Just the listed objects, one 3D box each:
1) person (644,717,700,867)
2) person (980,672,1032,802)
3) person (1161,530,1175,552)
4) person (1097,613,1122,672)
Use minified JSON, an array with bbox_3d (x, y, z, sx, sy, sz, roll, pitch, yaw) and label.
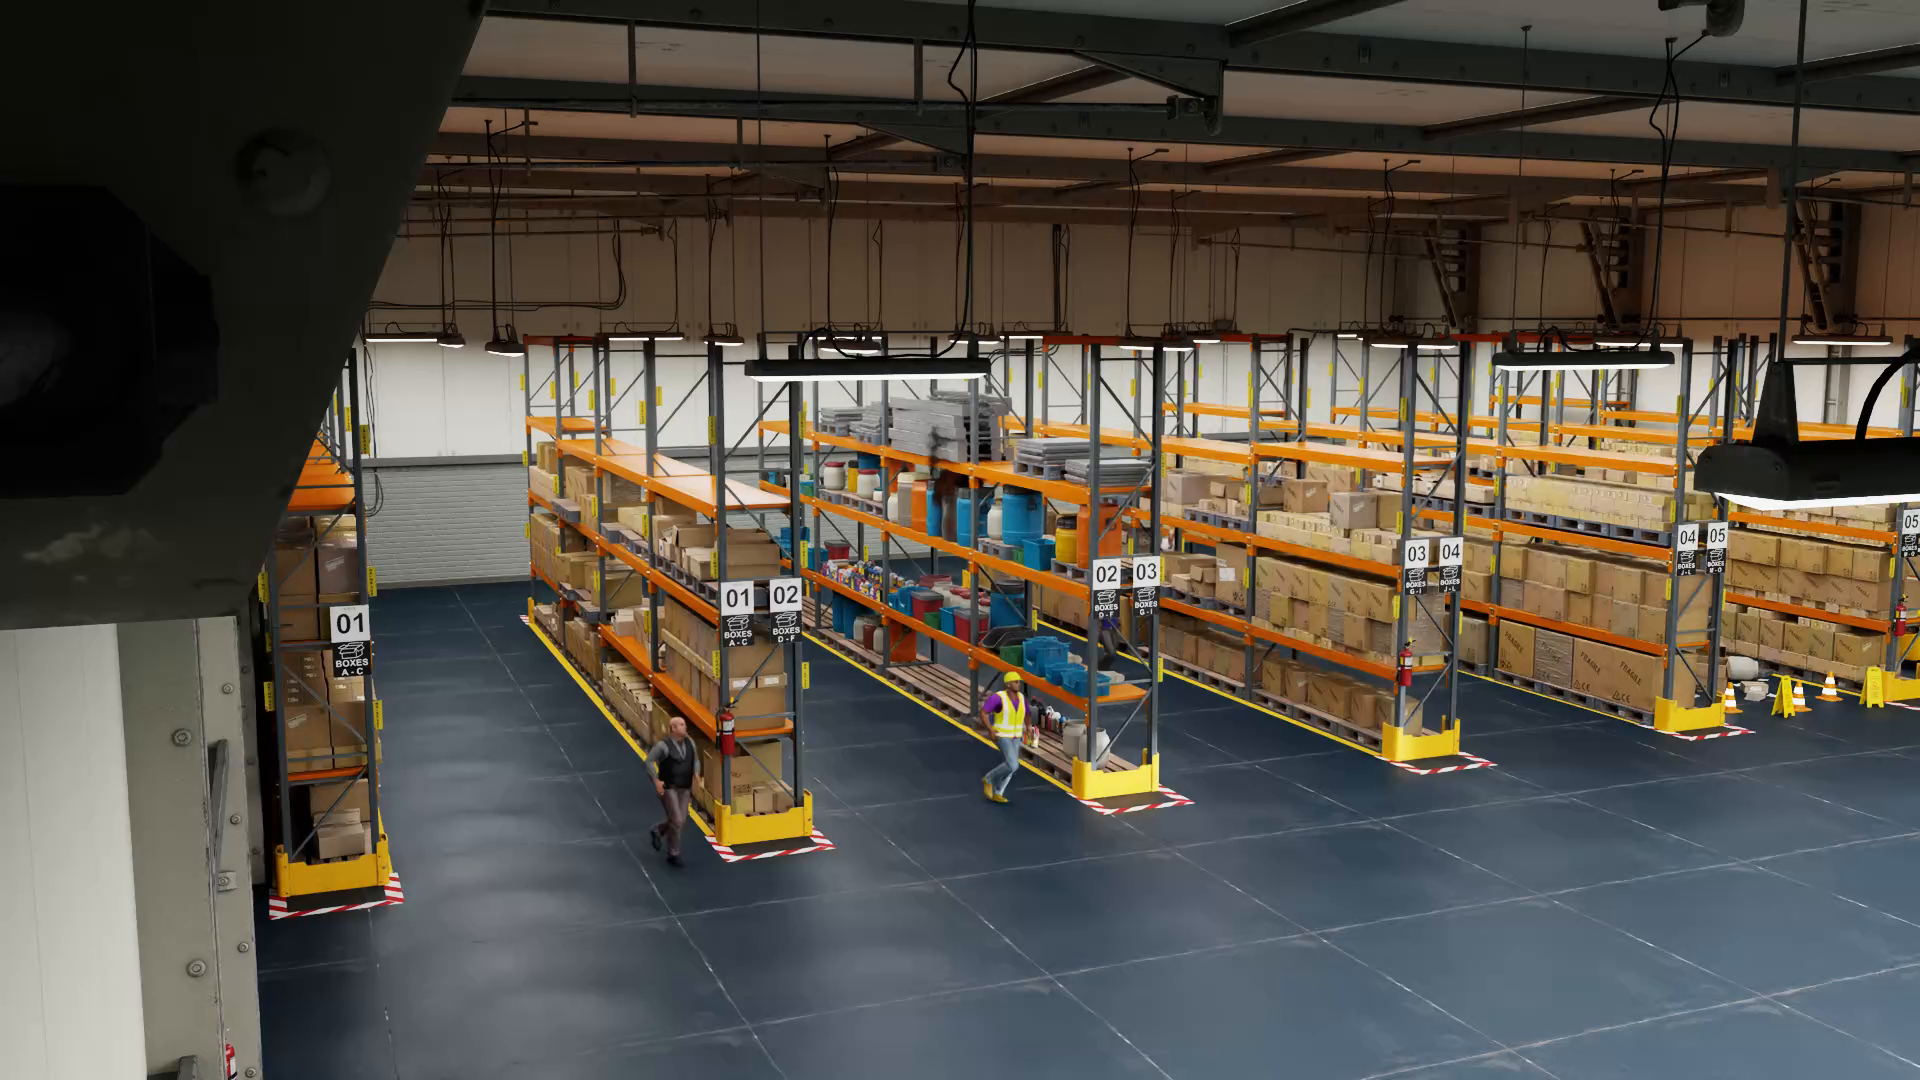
[{"bbox_3d":[-3.349,2.921,19.536,0.684,1.696,0.698,7,10,43],"label":"person"},{"bbox_3d":[0.678,2.590,21.888,0.702,1.722,0.534,-7,10,-41],"label":"person"},{"bbox_3d":[4.611,0.553,37.655,0.717,1.674,1.056,-2,8,-17],"label":"person"},{"bbox_3d":[2.617,1.657,29.112,0.560,1.617,0.592,-5,9,-32],"label":"person"}]
